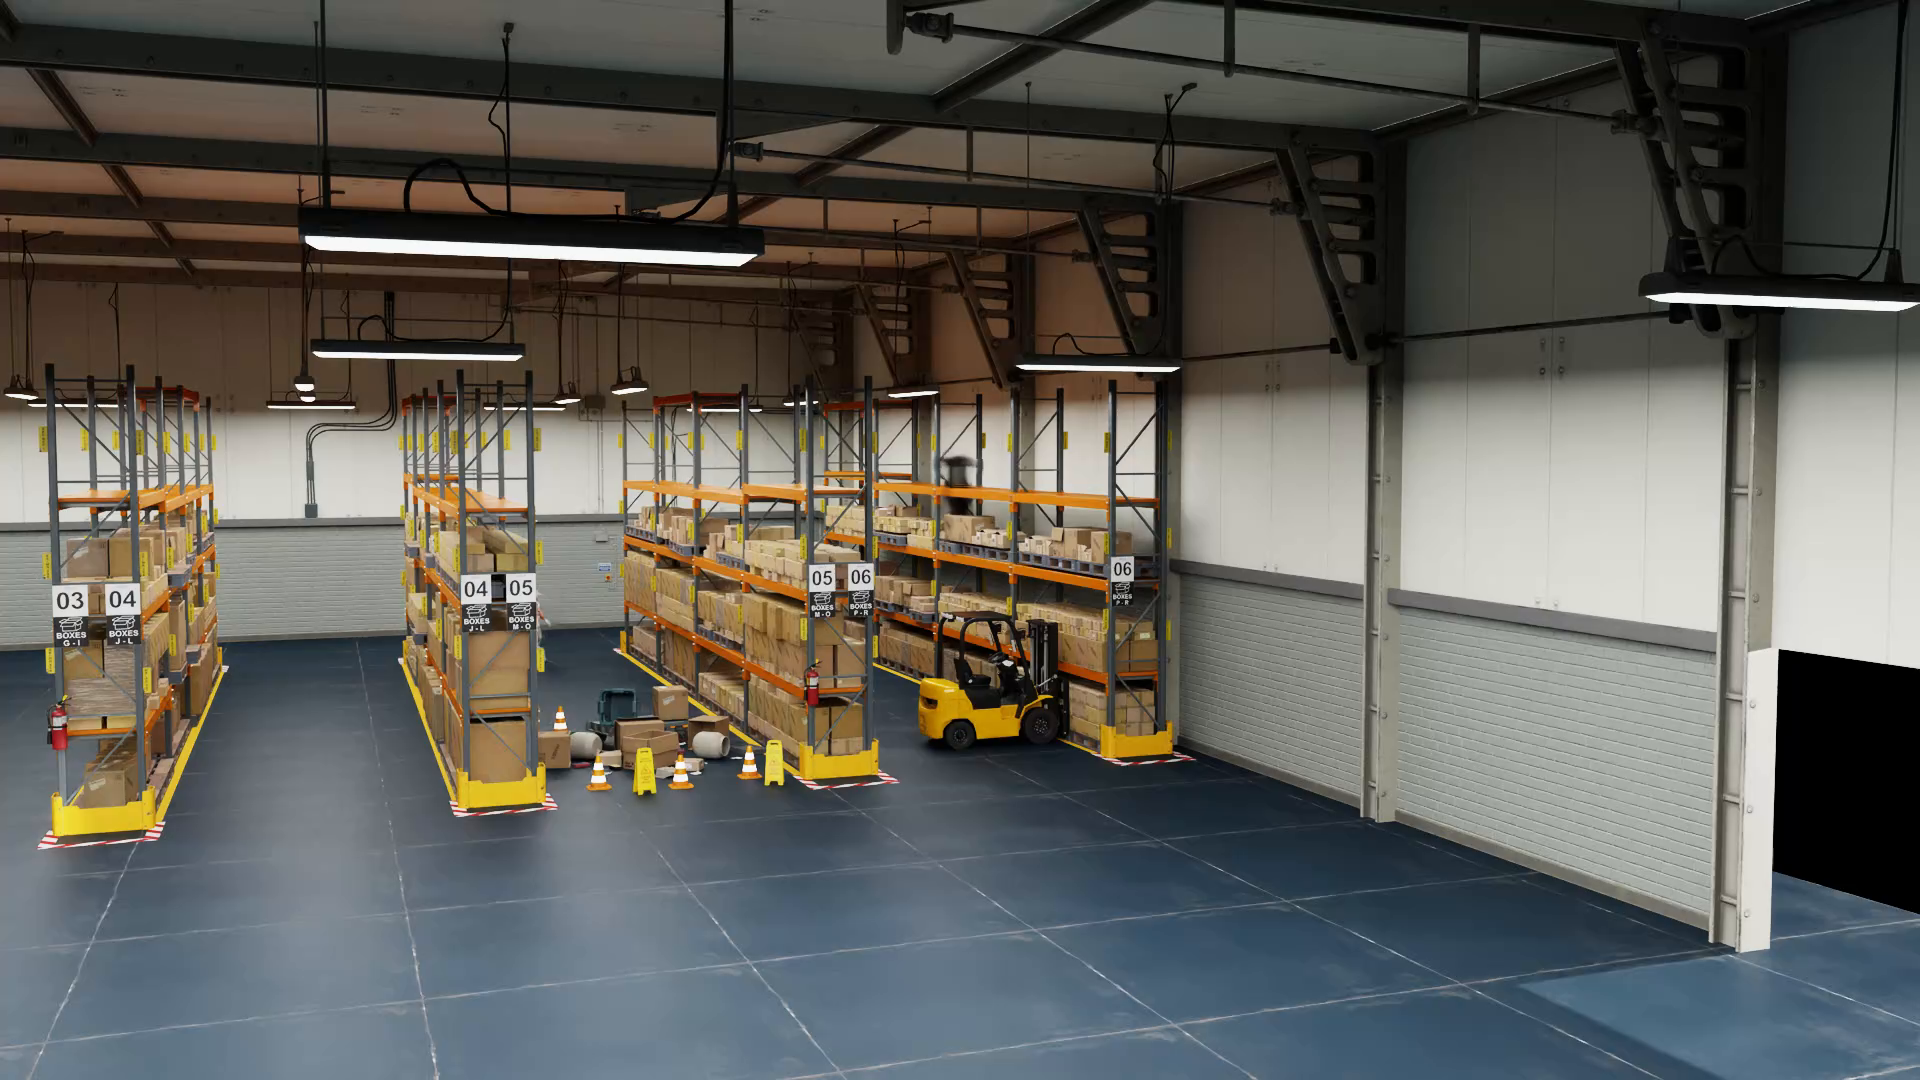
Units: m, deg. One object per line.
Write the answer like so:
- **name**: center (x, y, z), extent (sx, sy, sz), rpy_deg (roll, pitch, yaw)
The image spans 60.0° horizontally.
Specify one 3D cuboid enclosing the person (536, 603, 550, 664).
- **person**: center (-9.562, 1.986, 37.211), extent (0.791, 1.727, 0.716), rpy_deg (0, 3, 1)
